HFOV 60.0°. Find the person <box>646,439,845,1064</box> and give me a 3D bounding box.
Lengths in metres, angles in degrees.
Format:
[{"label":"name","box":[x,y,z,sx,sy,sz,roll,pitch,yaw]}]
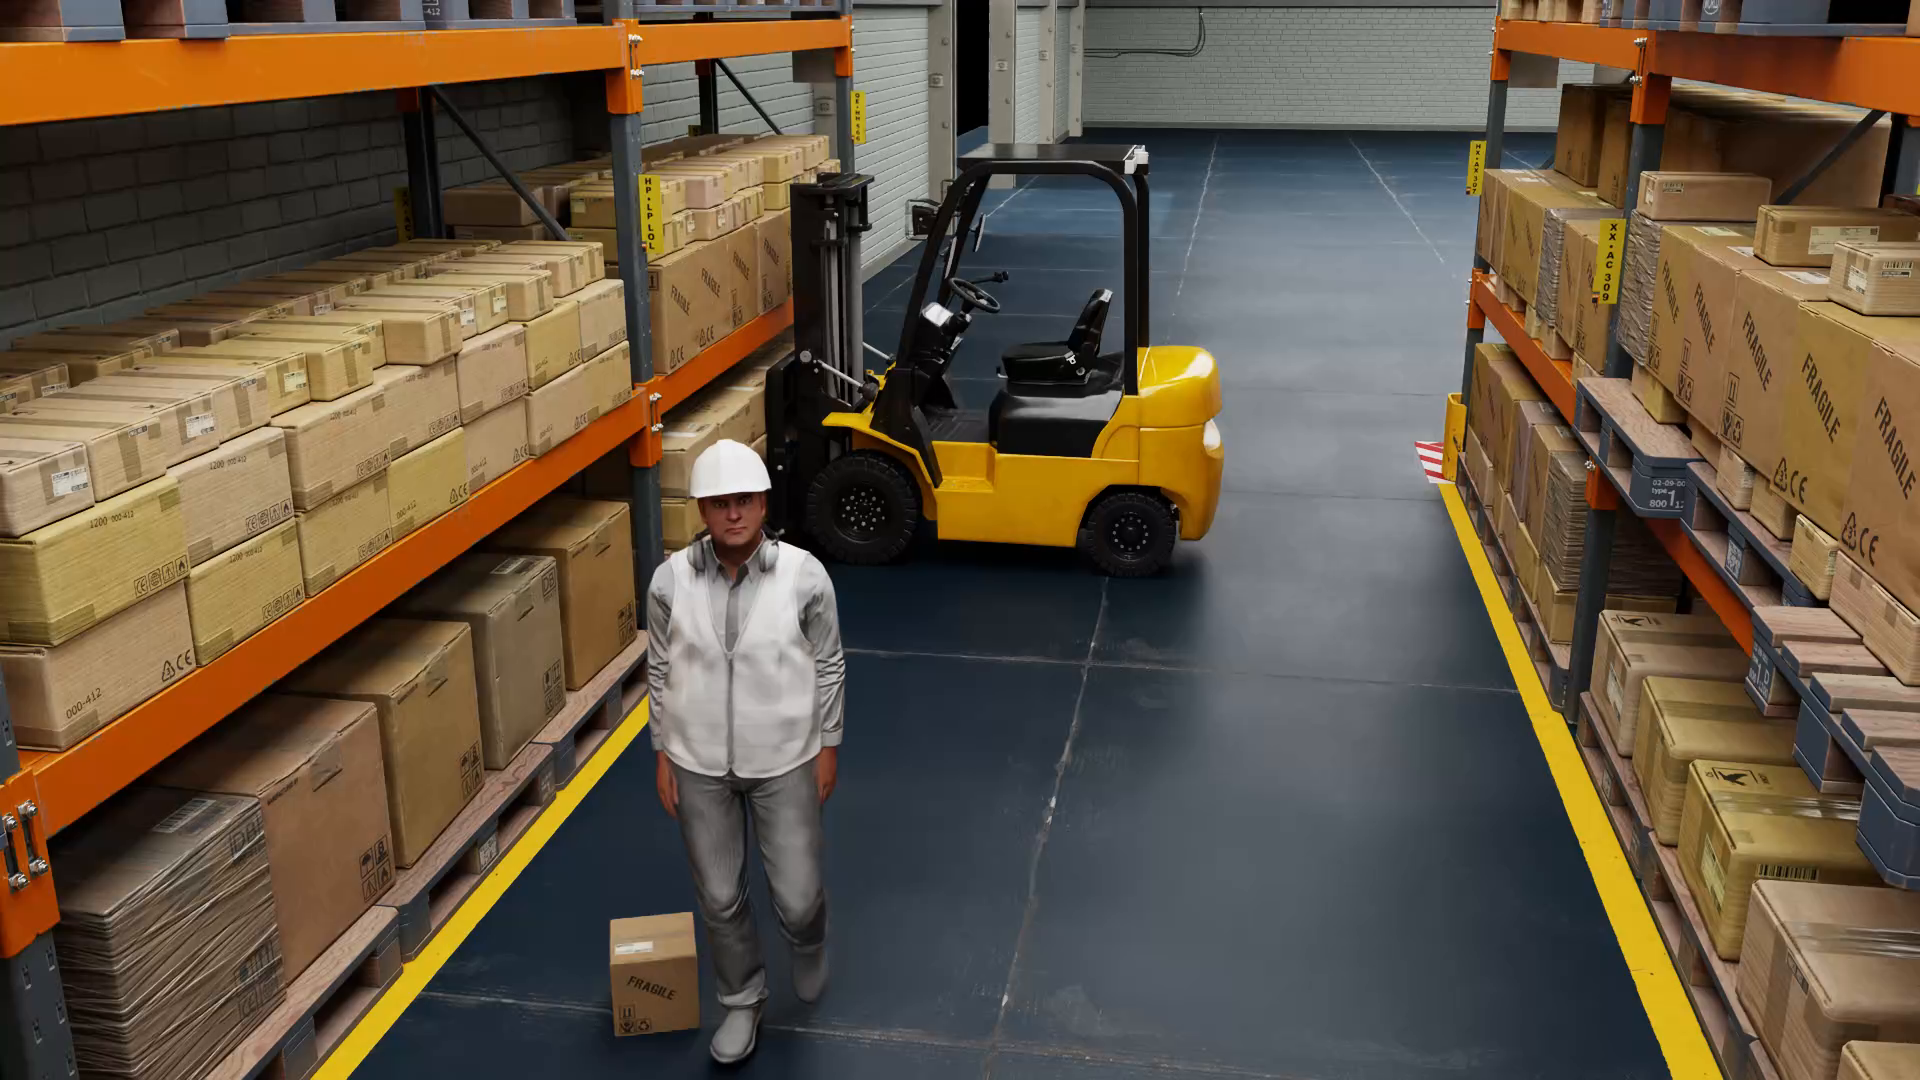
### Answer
[{"label":"person","box":[-0.588,0.577,4.634,0.544,1.761,0.495,1,18,2]}]
